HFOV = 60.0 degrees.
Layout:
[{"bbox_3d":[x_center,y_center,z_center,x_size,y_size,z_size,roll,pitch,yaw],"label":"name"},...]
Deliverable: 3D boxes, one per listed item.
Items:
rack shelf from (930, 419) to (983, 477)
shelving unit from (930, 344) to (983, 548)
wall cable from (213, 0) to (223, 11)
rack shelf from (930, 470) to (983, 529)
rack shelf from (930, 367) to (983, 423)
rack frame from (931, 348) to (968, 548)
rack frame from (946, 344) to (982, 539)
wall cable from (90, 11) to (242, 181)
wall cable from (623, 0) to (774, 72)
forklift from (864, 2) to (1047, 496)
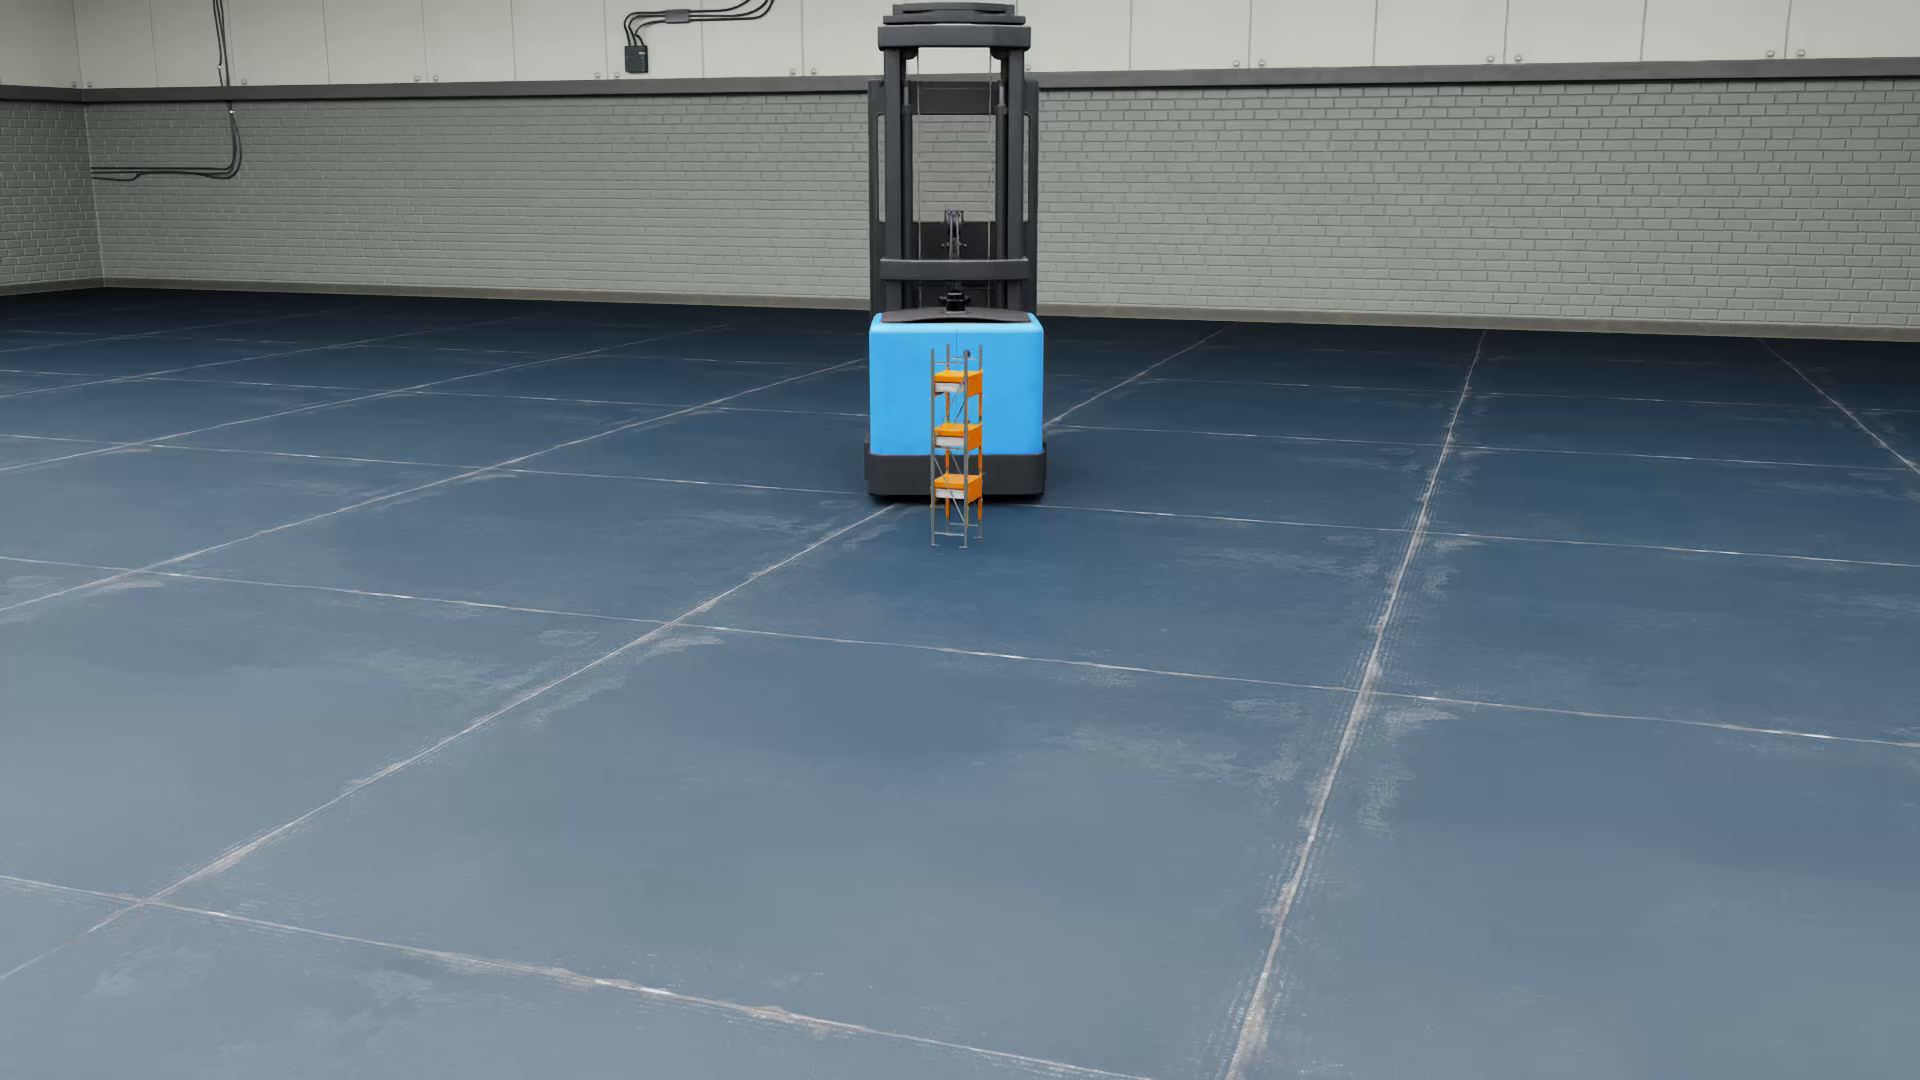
[{"bbox_3d":[-0.017,-0.490,8.824,0.215,0.259,0.240,4,14,18],"label":"rack shelf"},{"bbox_3d":[-0.017,-0.501,8.822,0.215,1.050,0.252,4,14,18],"label":"shelving unit"},{"bbox_3d":[-9.971,-9.142,24.448,3.097,2.526,0.112,4,14,18],"label":"wall cable"},{"bbox_3d":[-0.017,-0.219,8.886,0.215,0.259,0.240,4,14,18],"label":"rack shelf"},{"bbox_3d":[-0.017,-0.767,8.761,0.215,0.259,0.240,4,14,18],"label":"rack shelf"},{"bbox_3d":[-0.057,-0.475,8.709,0.200,1.050,0.008,4,14,18],"label":"rack frame"},{"bbox_3d":[0.022,-0.526,8.934,0.200,1.050,0.008,4,14,18],"label":"rack frame"},{"bbox_3d":[-12.531,-6.875,25.864,3.097,2.526,0.112,4,14,18],"label":"wall cable"},{"bbox_3d":[-3.553,-9.360,22.131,2.305,6.003,0.169,4,14,18],"label":"wall cable"},{"bbox_3d":[-0.048,-1.962,10.998,1.130,2.935,3.031,0,13,-1],"label":"forklift"}]
